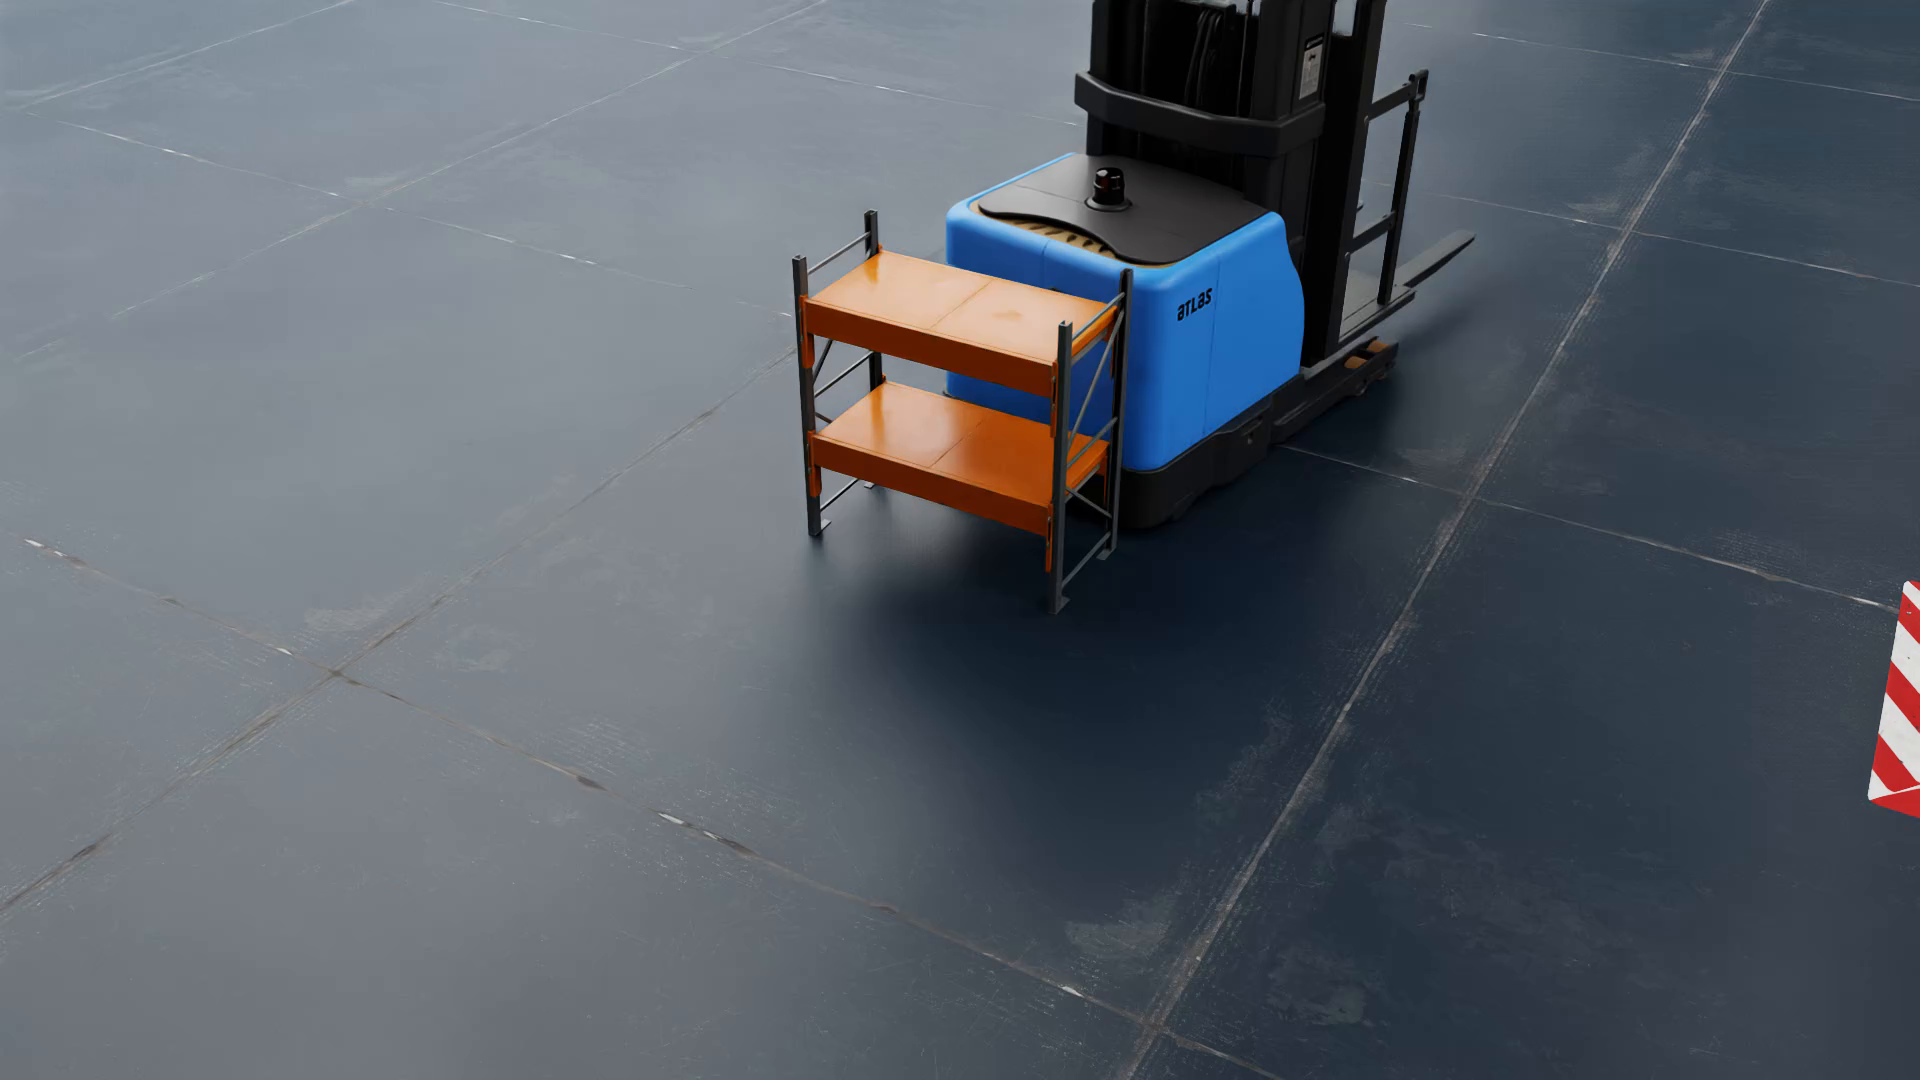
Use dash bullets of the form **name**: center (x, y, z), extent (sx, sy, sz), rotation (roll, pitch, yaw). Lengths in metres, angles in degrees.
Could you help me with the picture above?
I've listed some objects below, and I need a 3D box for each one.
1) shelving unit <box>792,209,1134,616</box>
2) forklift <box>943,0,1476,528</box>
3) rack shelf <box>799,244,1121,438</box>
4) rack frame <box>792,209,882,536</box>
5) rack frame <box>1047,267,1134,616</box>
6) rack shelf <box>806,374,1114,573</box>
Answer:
- **shelving unit**: center (0.005, -0.466, 5.935), extent (1.048, 1.125, 0.538), rotation (18, 37, 24)
- **forklift**: center (1.271, -2.007, 6.620), extent (1.130, 2.935, 3.031), rotation (25, 41, 33)
- **rack shelf**: center (0.006, -0.710, 5.773), extent (1.000, 0.278, 0.538), rotation (18, 37, 24)
- **rack frame**: center (-0.435, -0.607, 6.146), extent (0.032, 1.125, 0.500), rotation (18, 37, 24)
- **rack frame**: center (0.446, -0.326, 5.724), extent (0.032, 1.125, 0.500), rotation (18, 37, 24)
- **rack shelf**: center (0.005, -0.263, 6.070), extent (1.000, 0.278, 0.538), rotation (18, 37, 24)
